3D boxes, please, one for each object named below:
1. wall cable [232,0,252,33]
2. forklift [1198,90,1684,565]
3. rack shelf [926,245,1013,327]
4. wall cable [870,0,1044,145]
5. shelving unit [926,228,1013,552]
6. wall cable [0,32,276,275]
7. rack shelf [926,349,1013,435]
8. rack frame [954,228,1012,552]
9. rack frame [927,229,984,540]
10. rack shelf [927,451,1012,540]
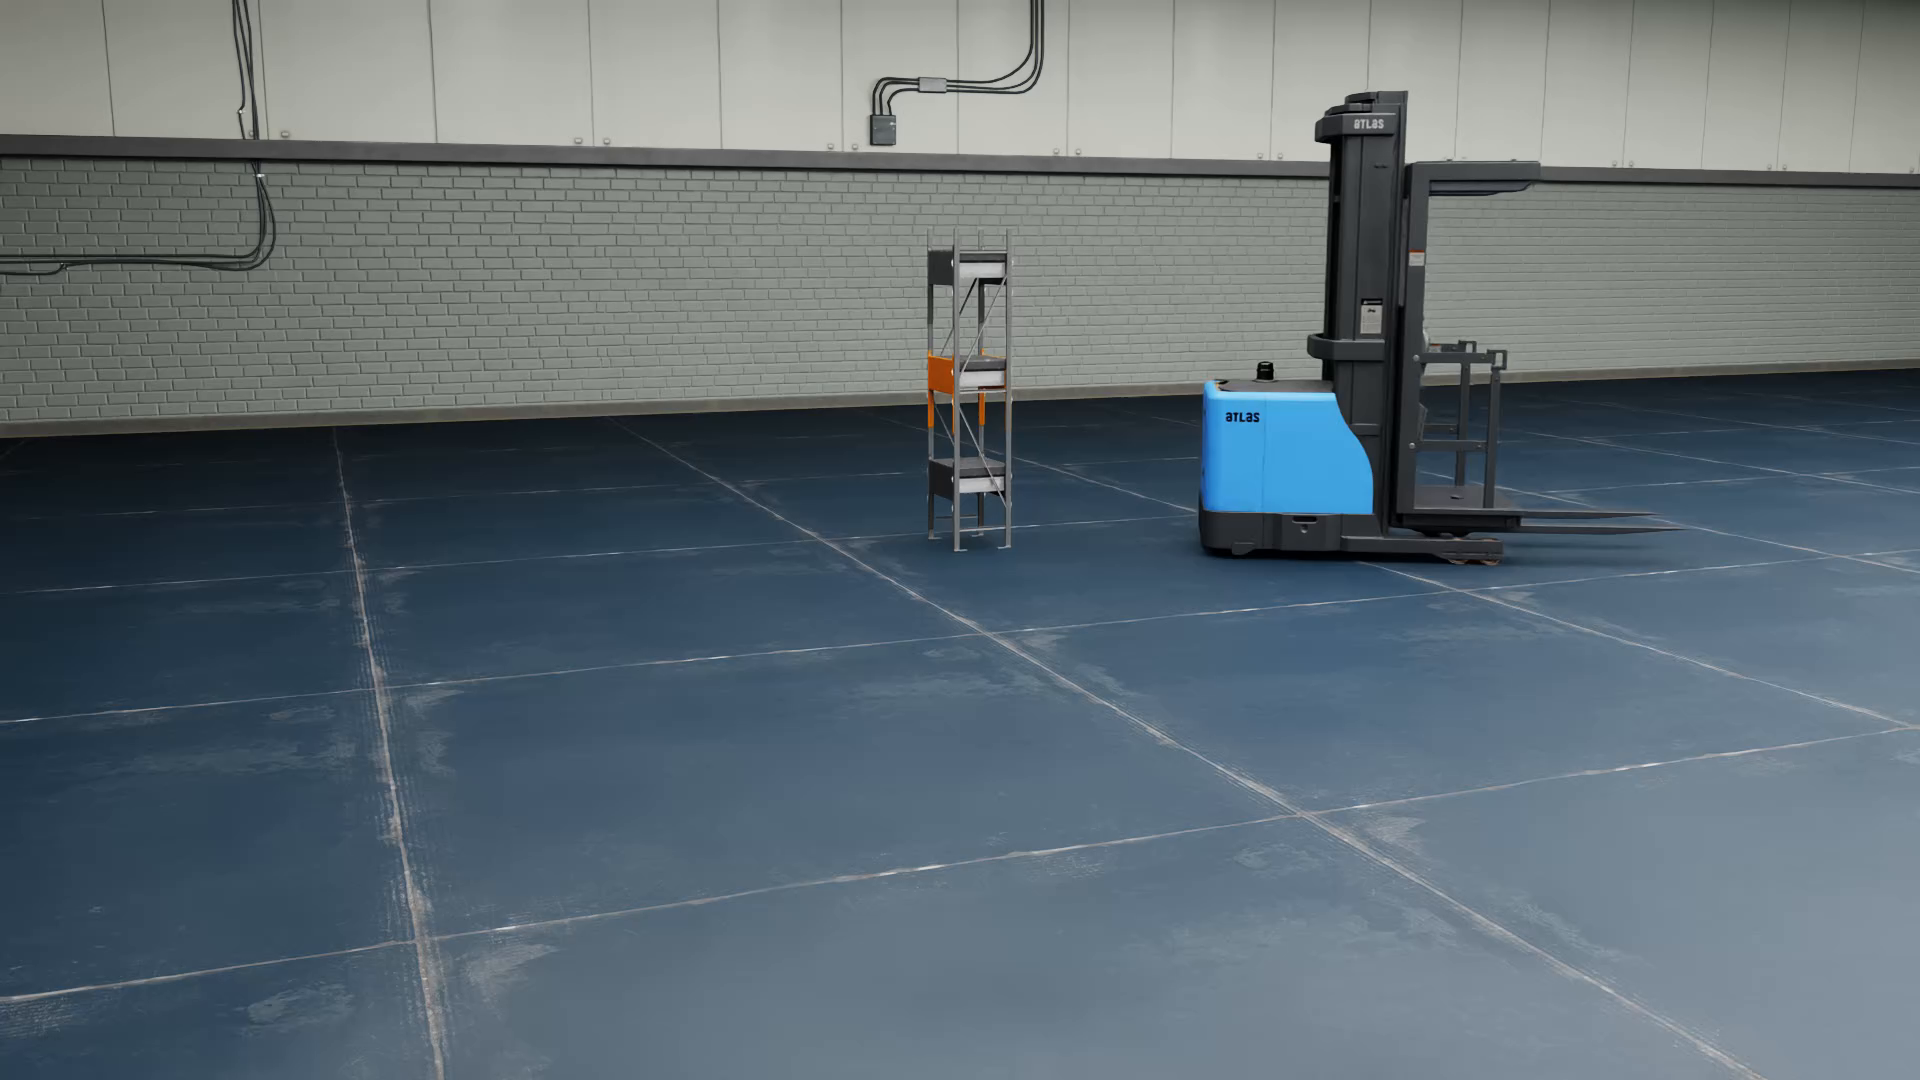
[{"bbox_3d":[-6.332,-6.704,17.860,3.097,2.526,0.112,-4,11,-21],"label":"wall cable"},{"bbox_3d":[3.128,-1.382,10.821,3.031,2.935,1.130,1,10,6],"label":"forklift"},{"bbox_3d":[0.060,-1.683,10.964,0.431,0.518,0.480,-4,11,-21],"label":"rack shelf"},{"bbox_3d":[0.001,-7.849,20.140,2.305,6.003,0.169,-4,11,-21],"label":"wall cable"},{"bbox_3d":[0.060,-1.007,11.084,0.431,2.100,0.503,-4,11,-21],"label":"shelving unit"},{"bbox_3d":[-8.853,-4.046,17.337,3.097,2.526,0.112,-4,11,-21],"label":"wall cable"},{"bbox_3d":[0.060,-0.993,11.087,0.431,0.518,0.480,-4,11,-21],"label":"rack shelf"},{"bbox_3d":[0.148,-0.967,10.860,0.400,2.100,0.015,-4,11,-21],"label":"rack frame"},{"bbox_3d":[-0.028,-1.047,11.308,0.400,2.100,0.015,-4,11,-21],"label":"rack frame"},{"bbox_3d":[0.060,-0.304,11.209,0.431,0.518,0.480,-4,11,-21],"label":"rack shelf"}]
